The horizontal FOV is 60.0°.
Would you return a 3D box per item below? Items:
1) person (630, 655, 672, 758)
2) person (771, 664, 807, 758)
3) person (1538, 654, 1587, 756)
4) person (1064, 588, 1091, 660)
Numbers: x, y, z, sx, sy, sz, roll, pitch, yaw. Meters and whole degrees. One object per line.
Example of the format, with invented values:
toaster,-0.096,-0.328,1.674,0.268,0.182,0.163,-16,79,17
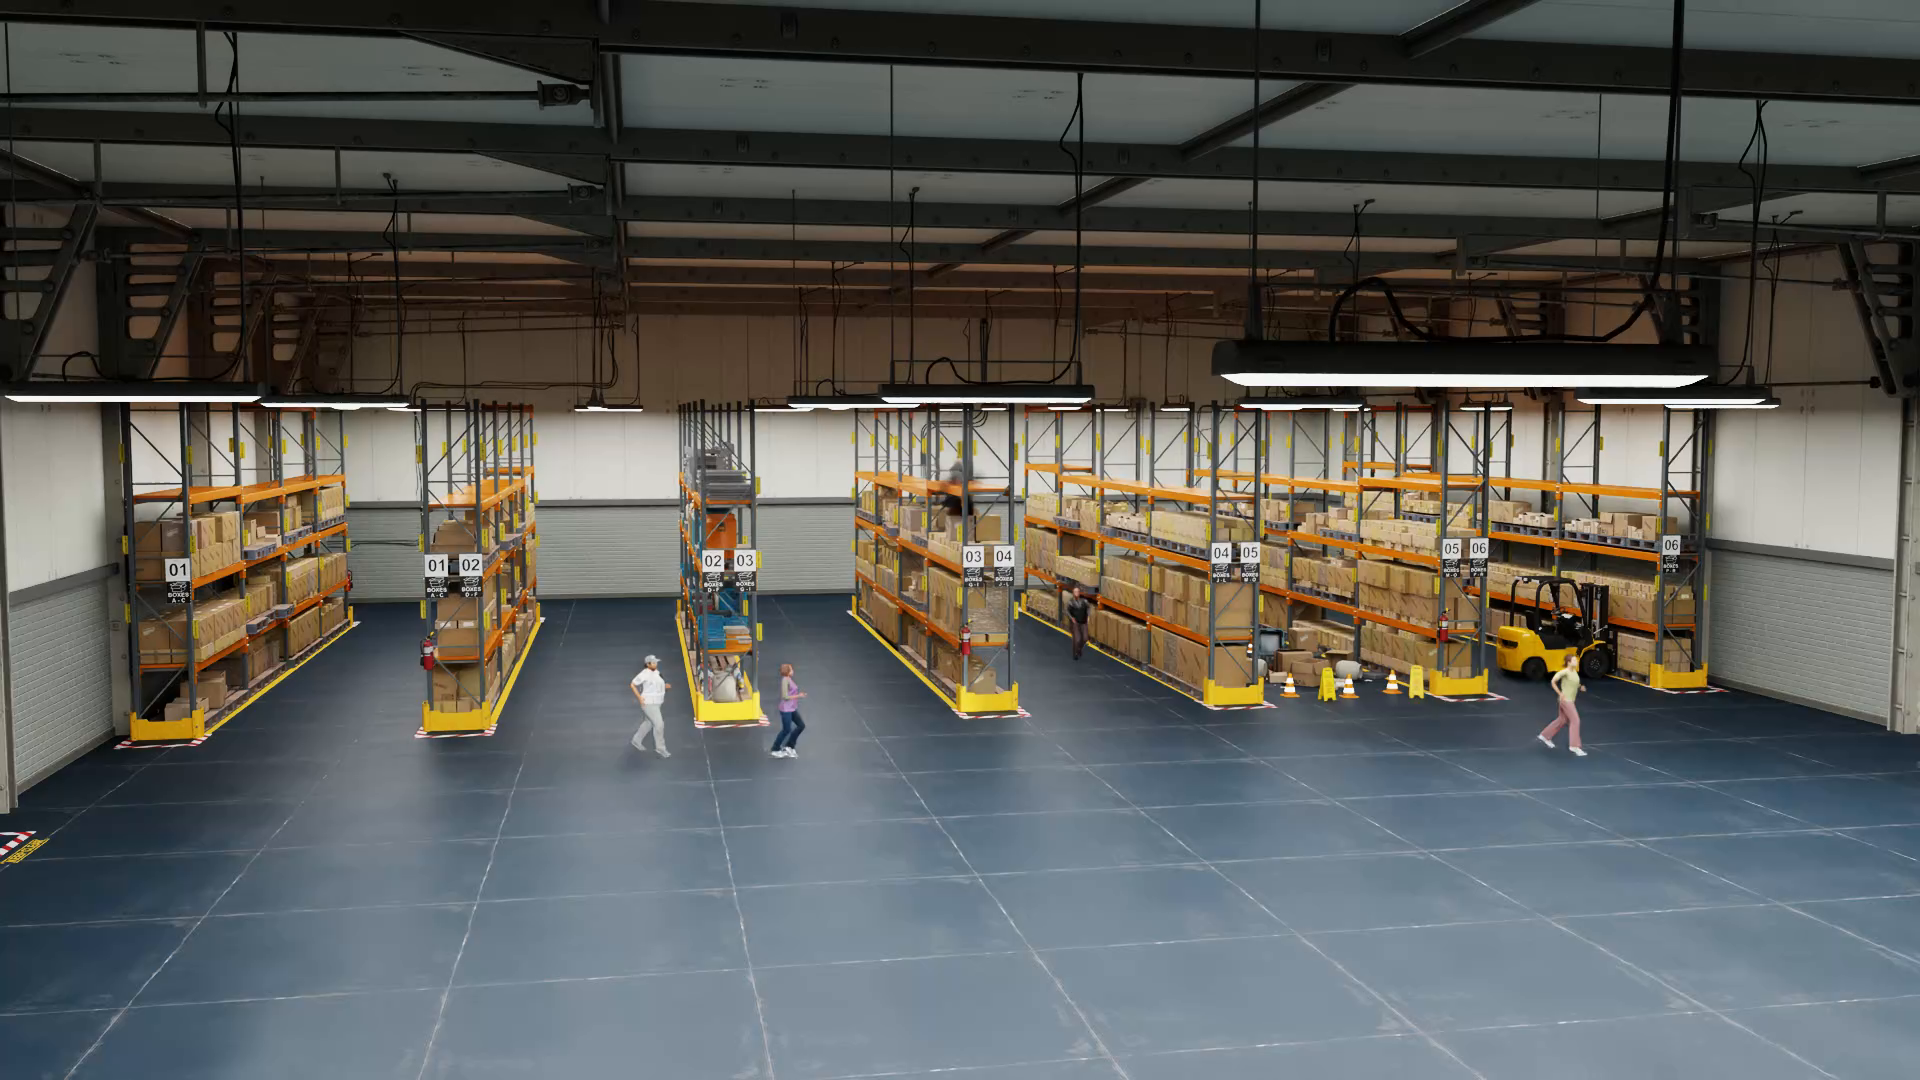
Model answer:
person,-5.188,2.779,27.903,0.837,1.707,0.588,1,4,14
person,-2.828,2.843,27.604,0.639,1.608,0.517,1,4,11
person,10.241,2.756,28.178,0.840,1.702,0.572,3,5,37
person,2.767,1.962,38.746,0.672,1.677,0.542,-1,4,-9
